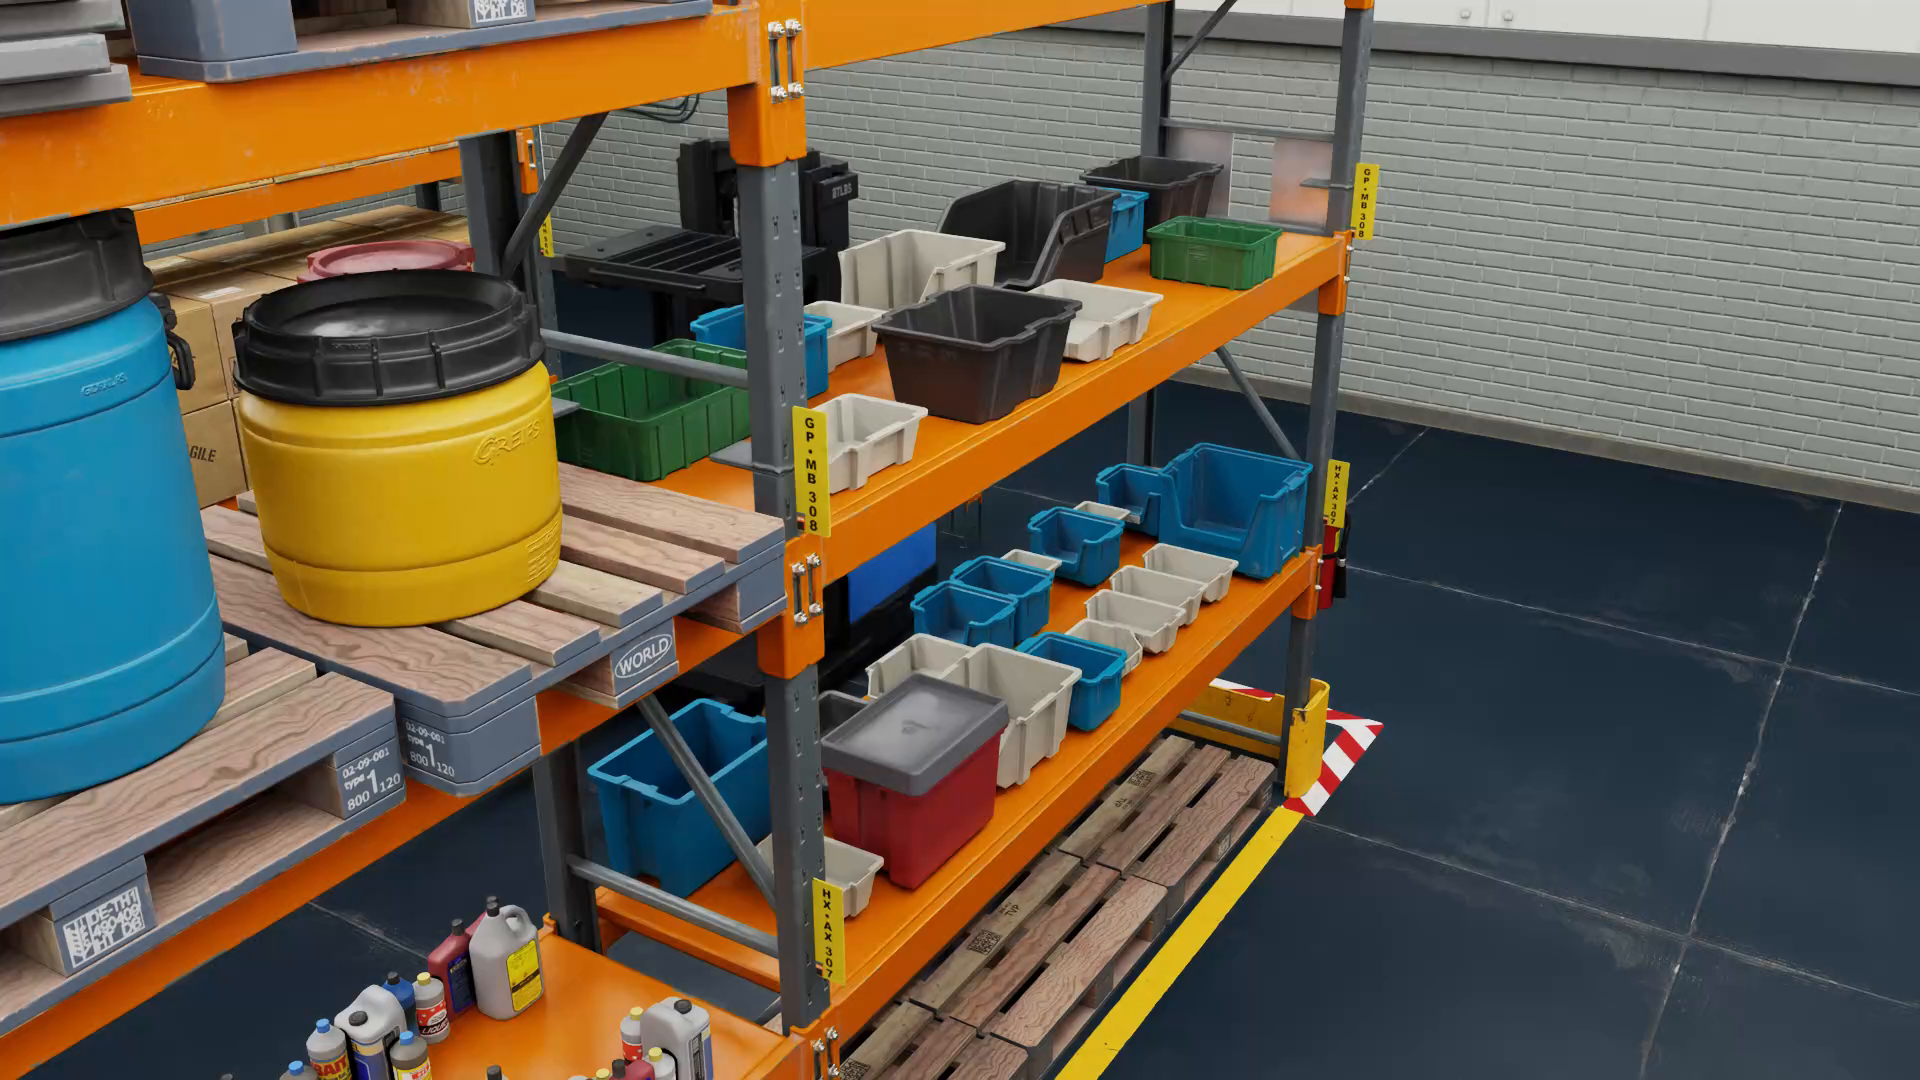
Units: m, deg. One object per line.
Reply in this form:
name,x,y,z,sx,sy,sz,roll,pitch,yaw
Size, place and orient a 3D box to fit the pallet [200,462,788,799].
pallet,-1.160,0.095,3.718,1.213,0.211,1.003,14,27,29

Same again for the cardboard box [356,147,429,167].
cardboard box,-3.245,-2.203,8.975,0.500,0.250,0.500,14,27,29

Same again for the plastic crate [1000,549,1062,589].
plastic crate,0.274,0.177,7.322,0.250,0.136,0.298,14,27,29

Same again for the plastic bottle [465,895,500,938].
plastic bottle,-1.385,1.187,4.878,0.061,0.283,0.133,14,27,29

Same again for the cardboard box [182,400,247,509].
cardboard box,-4.002,-0.443,8.371,0.500,0.500,0.500,14,27,29

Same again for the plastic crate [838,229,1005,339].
plastic crate,-0.151,-0.889,5.902,0.437,0.282,0.530,14,27,29

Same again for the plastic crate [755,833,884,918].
plastic crate,-0.462,1.066,5.269,0.396,0.136,0.243,14,27,29

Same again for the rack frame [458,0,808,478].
rack frame,-0.829,-1.654,3.743,1.000,3.000,0.127,14,27,29

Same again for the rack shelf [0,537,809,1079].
rack shelf,-1.884,0.728,2.922,1.077,0.370,4.000,14,27,29

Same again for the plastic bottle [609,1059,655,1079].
plastic bottle,-0.846,1.441,4.292,0.061,0.283,0.133,14,27,29

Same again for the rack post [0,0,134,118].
rack post,-1.789,-0.714,2.202,0.937,0.300,0.954,17,29,34

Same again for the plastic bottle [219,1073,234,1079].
plastic bottle,-1.854,1.487,4.186,0.061,0.283,0.133,14,27,29

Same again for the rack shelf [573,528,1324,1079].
rack shelf,0.226,0.755,6.637,1.077,0.370,4.000,14,27,29

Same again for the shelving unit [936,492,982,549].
shelving unit,-0.008,-0.546,11.000,0.258,1.200,0.189,14,27,29

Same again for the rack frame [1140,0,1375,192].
rack frame,1.281,-3.004,6.861,1.000,3.000,0.127,14,27,29

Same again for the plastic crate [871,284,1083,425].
plastic crate,0.059,-0.579,5.200,0.497,0.269,0.590,14,27,29

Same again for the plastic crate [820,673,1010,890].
plastic crate,-0.145,0.794,5.485,0.402,0.464,0.583,14,27,29

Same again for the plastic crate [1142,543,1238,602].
plastic crate,1.004,0.156,7.370,0.396,0.136,0.243,14,27,29

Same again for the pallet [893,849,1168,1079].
pallet,0.168,1.709,7.036,1.003,0.211,1.213,14,27,29

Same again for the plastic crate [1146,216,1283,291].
plastic crate,1.003,-1.137,6.592,0.450,0.188,0.336,14,27,29

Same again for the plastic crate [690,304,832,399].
plastic crate,-0.620,-0.574,5.236,0.416,0.233,0.300,14,27,29

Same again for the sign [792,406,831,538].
sign,-0.363,-0.165,4.069,0.100,0.325,0.005,14,27,29

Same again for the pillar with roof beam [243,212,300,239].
pillar with roof beam,-2.789,-5.270,12.097,9.100,9.000,0.400,14,27,29

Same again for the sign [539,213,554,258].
sign,-2.464,-1.843,9.877,0.100,0.325,0.005,14,27,29

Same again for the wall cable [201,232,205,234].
wall cable,-7.264,-3.423,14.103,0.084,1.984,1.851,14,27,29

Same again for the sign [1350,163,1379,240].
sign,1.757,-1.469,7.224,0.100,0.325,0.005,14,27,29

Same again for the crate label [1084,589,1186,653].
crate label,0.713,0.350,6.922,0.396,0.136,0.243,14,27,29

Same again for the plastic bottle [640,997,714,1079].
plastic bottle,-0.762,1.357,4.496,0.152,0.276,0.135,14,27,29

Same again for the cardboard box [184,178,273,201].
cardboard box,-3.776,-1.866,8.197,0.500,0.250,0.500,14,27,29

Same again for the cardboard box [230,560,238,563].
cardboard box,-4.049,0.369,9.211,0.797,0.503,0.637,14,27,29

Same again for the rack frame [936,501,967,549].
rack frame,-0.056,-0.515,10.929,0.240,1.200,0.006,14,27,29

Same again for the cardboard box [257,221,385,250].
cardboard box,-3.653,-1.522,9.606,0.500,0.500,0.500,14,27,29

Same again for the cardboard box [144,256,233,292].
cardboard box,-4.188,-1.183,8.822,0.500,0.500,0.500,14,27,28

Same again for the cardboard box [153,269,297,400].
cardboard box,-3.733,-1.067,8.554,0.500,0.500,0.500,15,27,31

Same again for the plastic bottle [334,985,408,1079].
plastic bottle,-1.590,1.356,4.498,0.152,0.276,0.135,14,27,29

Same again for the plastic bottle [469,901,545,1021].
plastic bottle,-1.312,1.187,4.795,0.144,0.351,0.185,14,27,29

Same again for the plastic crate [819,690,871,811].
plastic crate,-0.467,0.764,5.980,0.437,0.125,0.590,14,27,29

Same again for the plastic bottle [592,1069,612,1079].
plastic bottle,-0.922,1.469,4.332,0.097,0.201,0.097,0,23,0

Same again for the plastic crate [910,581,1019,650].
plastic crate,0.018,0.359,6.781,0.416,0.233,0.300,14,27,29

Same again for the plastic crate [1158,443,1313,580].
plastic crate,1.263,-0.142,7.683,0.616,0.435,0.499,14,27,29

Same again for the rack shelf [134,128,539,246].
rack shelf,-3.980,-1.661,8.442,1.077,0.370,4.000,14,27,29

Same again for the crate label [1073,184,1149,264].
crate label,0.520,-1.315,6.924,0.408,0.251,0.502,14,27,29

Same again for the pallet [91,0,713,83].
pallet,-1.240,-1.098,3.200,1.003,0.211,1.213,14,27,29

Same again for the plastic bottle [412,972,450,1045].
plastic bottle,-1.501,1.313,4.692,0.097,0.201,0.097,0,23,0

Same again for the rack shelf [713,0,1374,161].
rack shelf,0.226,-1.815,5.524,1.077,0.370,4.000,14,27,29

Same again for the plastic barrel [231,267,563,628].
plastic barrel,-1.138,-0.206,3.408,0.600,0.588,0.600,0,23,0

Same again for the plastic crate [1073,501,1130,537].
plastic crate,0.631,-0.052,7.851,0.250,0.136,0.298,14,27,29

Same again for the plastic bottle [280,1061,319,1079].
plastic bottle,-1.726,1.457,4.359,0.097,0.201,0.097,0,23,0

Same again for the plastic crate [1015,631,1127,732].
plastic crate,0.415,0.546,6.349,0.416,0.233,0.300,14,27,29

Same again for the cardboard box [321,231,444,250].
cardboard box,-3.192,-1.416,9.361,0.500,0.500,0.500,15,27,30

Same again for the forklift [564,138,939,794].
forklift,-1.285,-0.525,8.774,1.130,2.935,3.031,12,26,26

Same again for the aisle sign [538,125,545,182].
aisle sign,-2.629,-2.442,9.842,0.394,0.787,0.004,14,27,29

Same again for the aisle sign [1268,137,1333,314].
aisle sign,1.568,-1.407,7.451,0.394,0.787,0.004,14,27,29
